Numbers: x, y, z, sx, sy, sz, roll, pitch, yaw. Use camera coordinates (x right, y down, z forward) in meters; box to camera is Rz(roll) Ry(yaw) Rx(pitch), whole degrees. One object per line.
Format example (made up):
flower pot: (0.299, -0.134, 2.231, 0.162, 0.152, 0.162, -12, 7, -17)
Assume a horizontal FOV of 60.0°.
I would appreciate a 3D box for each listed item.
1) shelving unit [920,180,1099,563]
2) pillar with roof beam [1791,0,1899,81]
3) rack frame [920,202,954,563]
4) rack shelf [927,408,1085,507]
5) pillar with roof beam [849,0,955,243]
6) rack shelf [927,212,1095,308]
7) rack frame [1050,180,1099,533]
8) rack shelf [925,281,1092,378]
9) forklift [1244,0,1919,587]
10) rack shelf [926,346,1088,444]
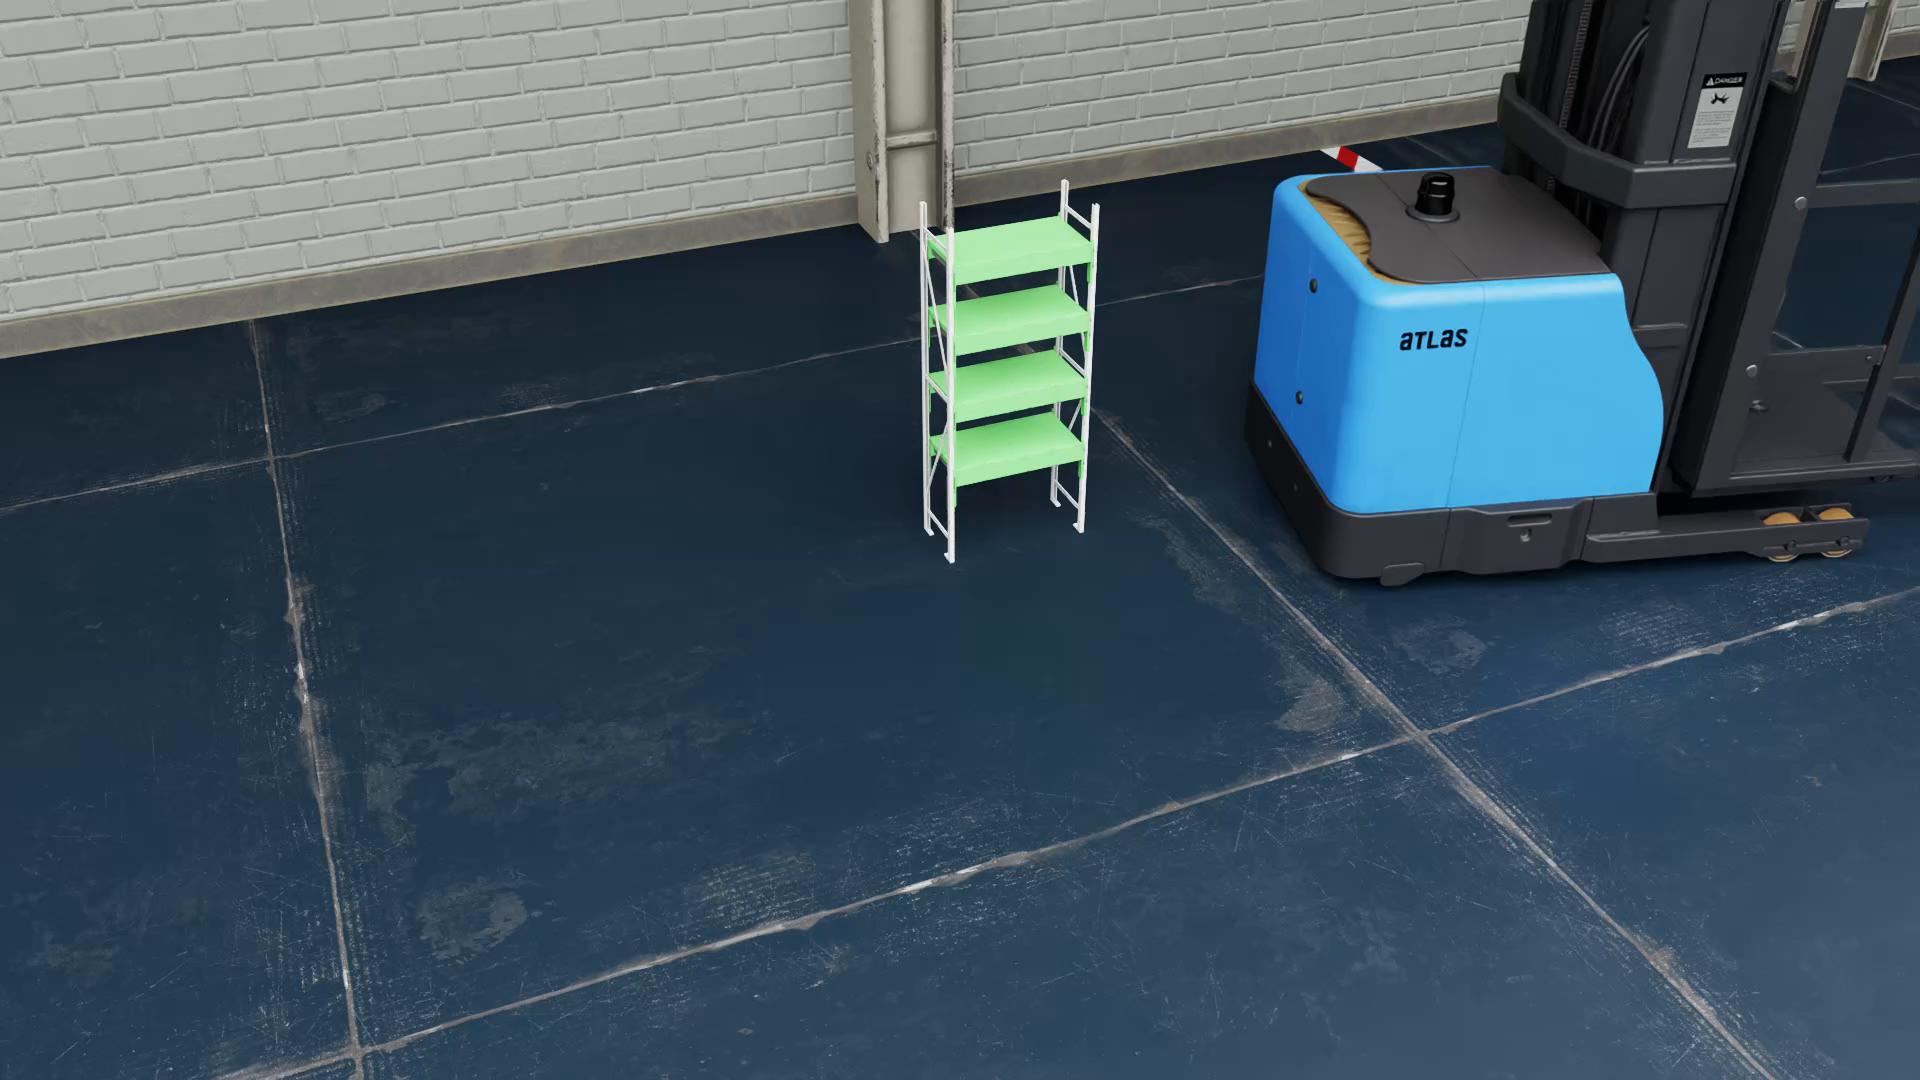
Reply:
shelving unit: (0.153, -0.538, 5.476, 0.503, 1.200, 0.258, -13, 35, -19)
pillar with roof beam: (6.932, -4.408, 4.273, 0.400, 9.000, 9.100, -13, 35, -19)
rack frame: (-0.072, -0.486, 5.397, 0.015, 1.200, 0.240, -13, 35, -19)
rack shelf: (0.153, -0.283, 5.642, 0.480, 0.148, 0.258, -13, 35, -19)
pillar with roof beam: (1.400, -3.141, 2.326, 0.400, 9.000, 9.100, -13, 35, -19)
rack shelf: (0.153, -0.887, 5.250, 0.480, 0.148, 0.258, -13, 35, -19)
rack frame: (0.378, -0.589, 5.556, 0.015, 1.200, 0.240, -13, 35, -19)
rack shelf: (0.153, -0.685, 5.380, 0.480, 0.148, 0.258, -13, 35, -19)
forklift: (2.620, -1.435, 5.268, 3.031, 2.935, 1.130, -5, 33, -7)
rack shelf: (0.153, -0.484, 5.511, 0.480, 0.148, 0.258, -13, 35, -19)
